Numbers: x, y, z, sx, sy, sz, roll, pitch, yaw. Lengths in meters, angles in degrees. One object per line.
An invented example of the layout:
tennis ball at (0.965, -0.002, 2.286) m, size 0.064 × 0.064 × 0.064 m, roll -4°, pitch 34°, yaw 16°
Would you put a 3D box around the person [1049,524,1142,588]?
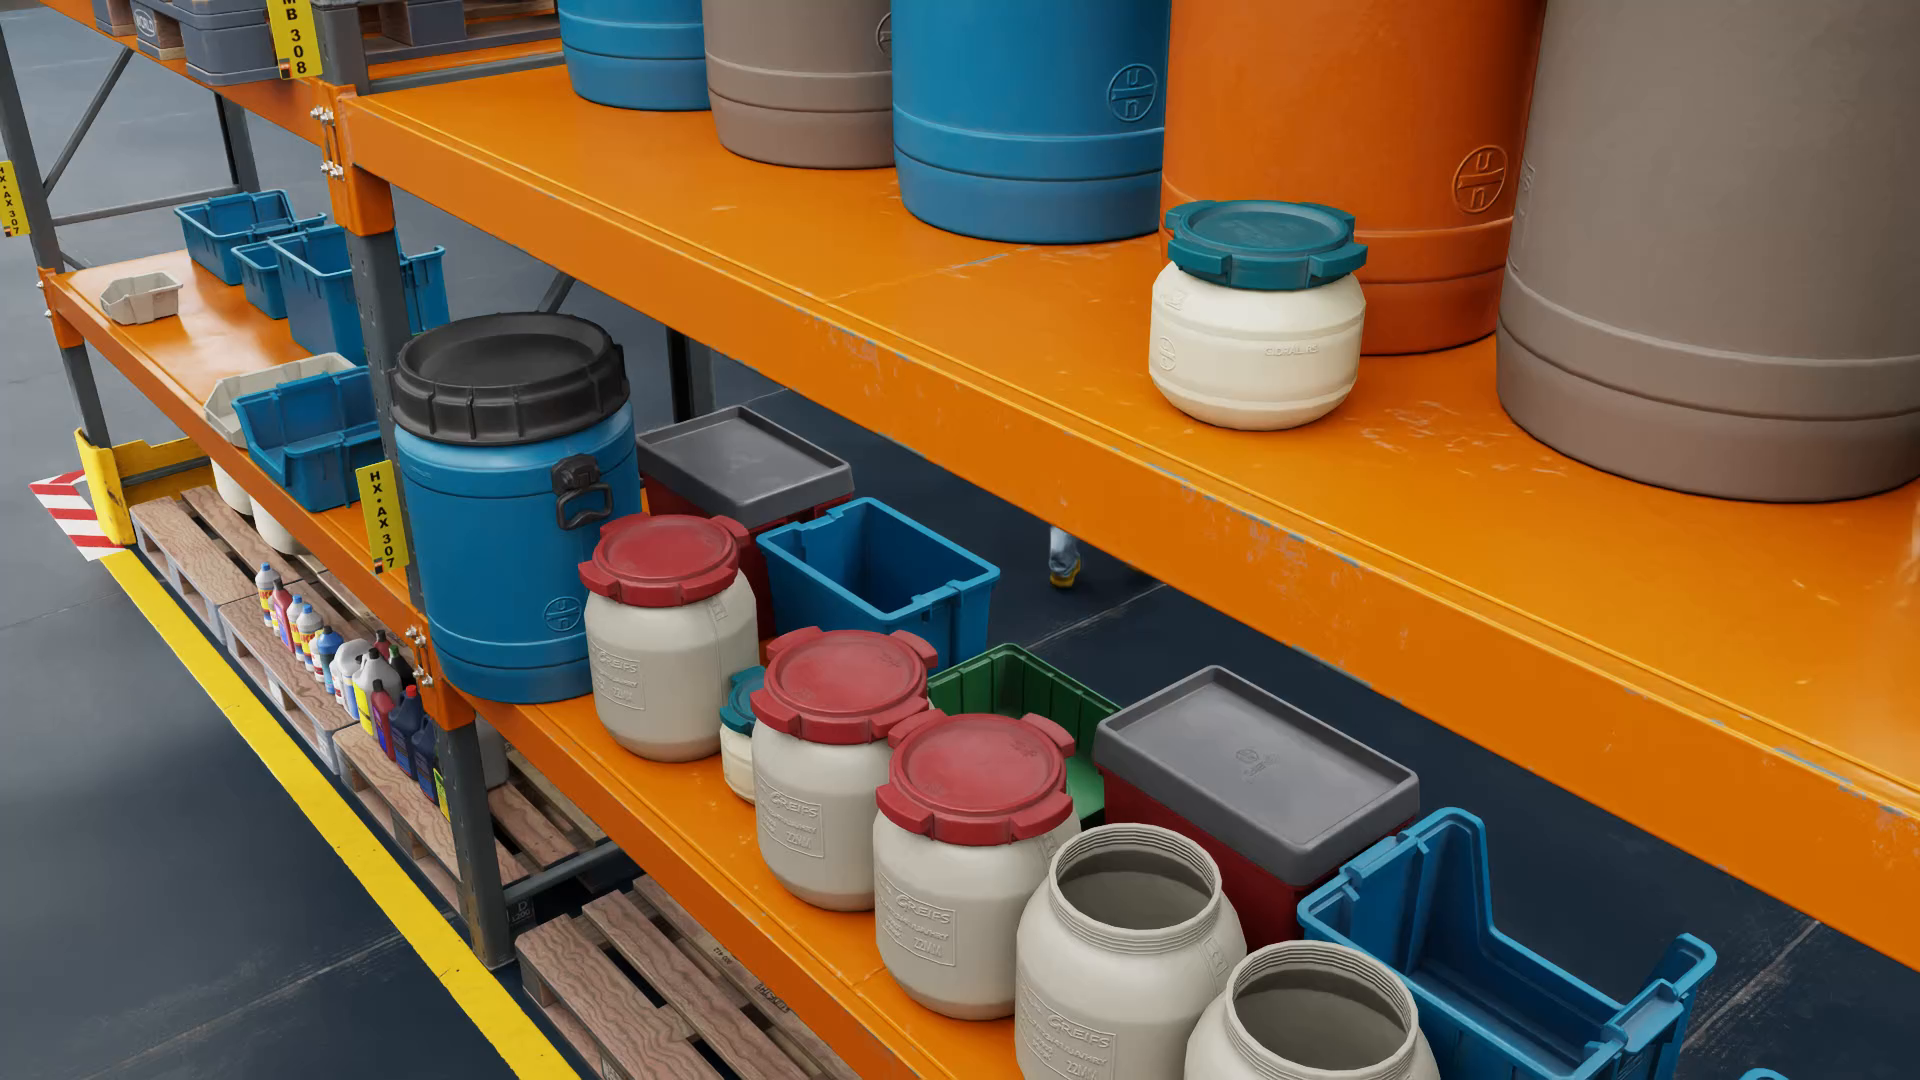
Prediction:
person at (0.652, -0.664, 7.290) m, size 0.630 × 1.756 × 0.668 m, roll 21°, pitch 35°, yaw 34°
